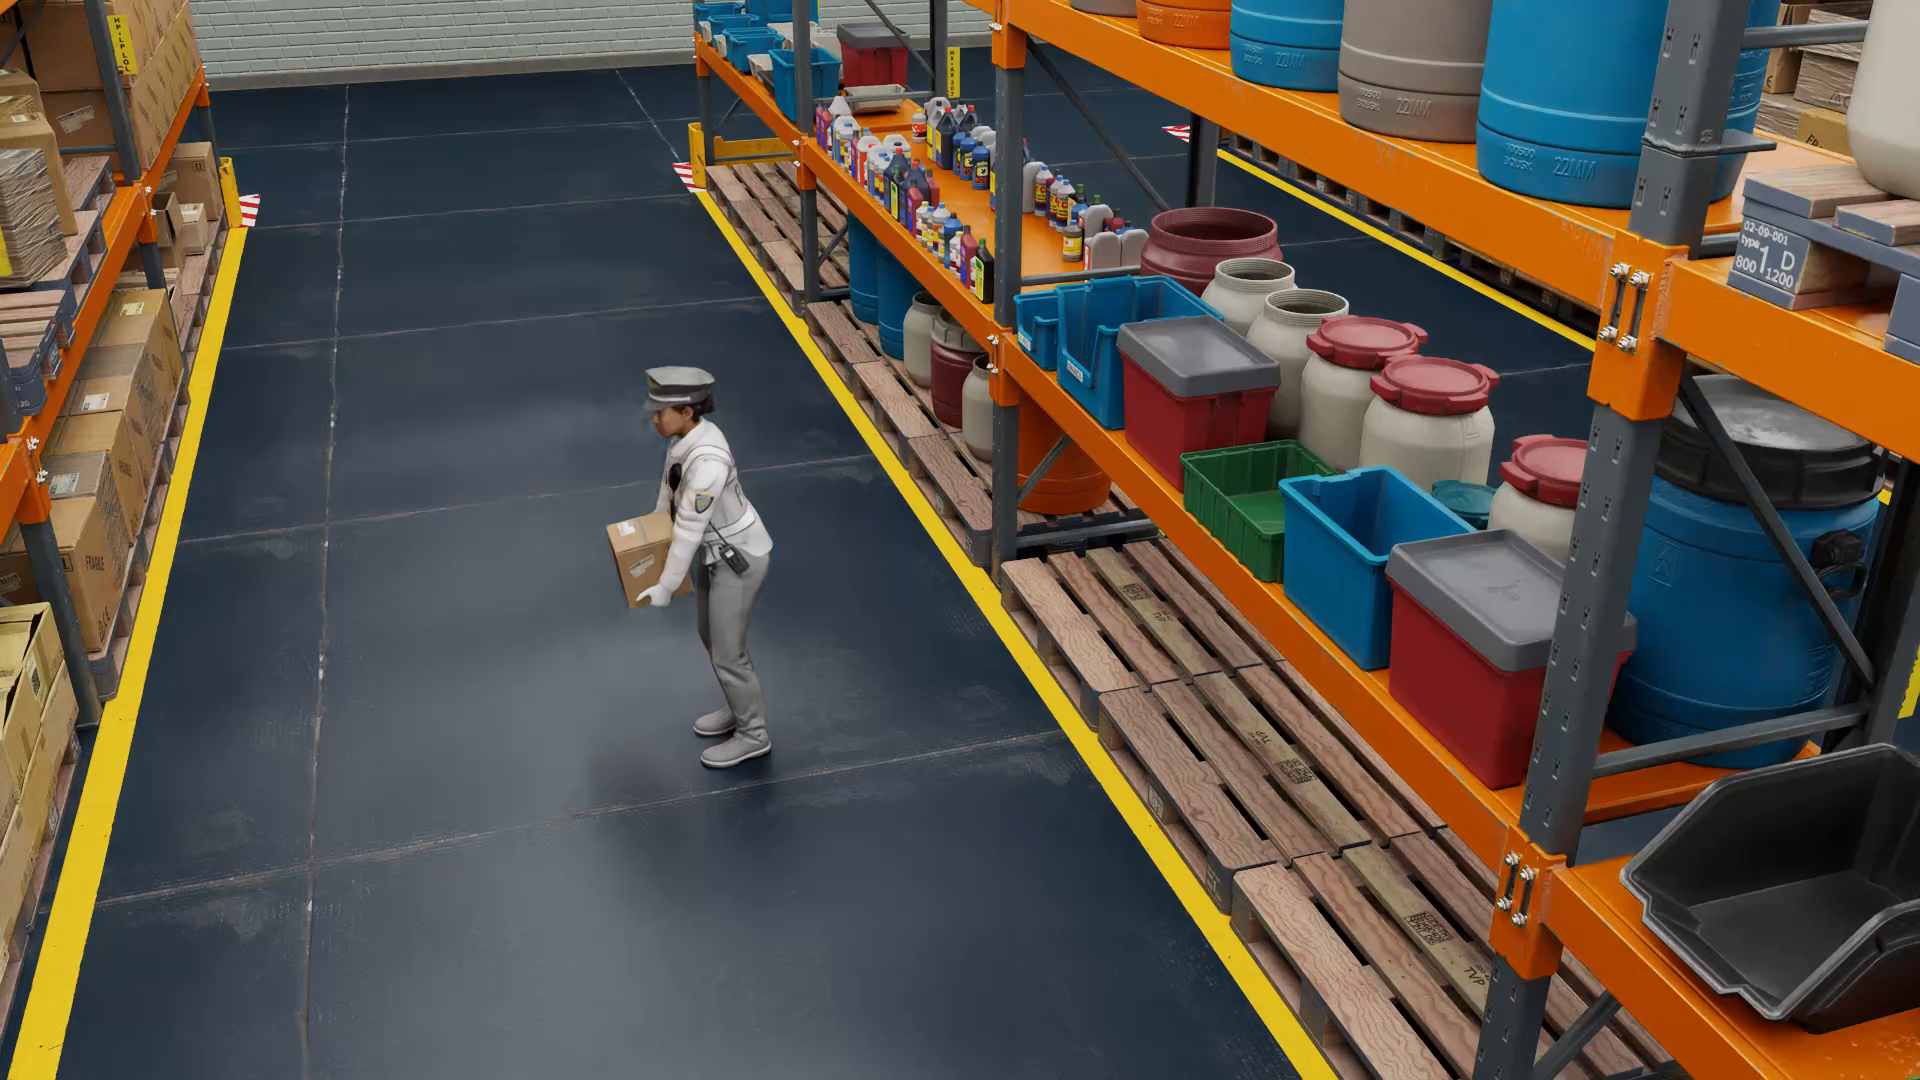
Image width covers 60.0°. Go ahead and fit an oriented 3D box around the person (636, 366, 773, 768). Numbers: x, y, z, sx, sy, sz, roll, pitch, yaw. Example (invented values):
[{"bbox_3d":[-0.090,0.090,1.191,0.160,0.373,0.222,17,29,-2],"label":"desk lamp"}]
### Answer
[{"bbox_3d":[-0.998,0.107,6.427,0.549,1.648,0.414,-9,28,-17],"label":"person"}]
